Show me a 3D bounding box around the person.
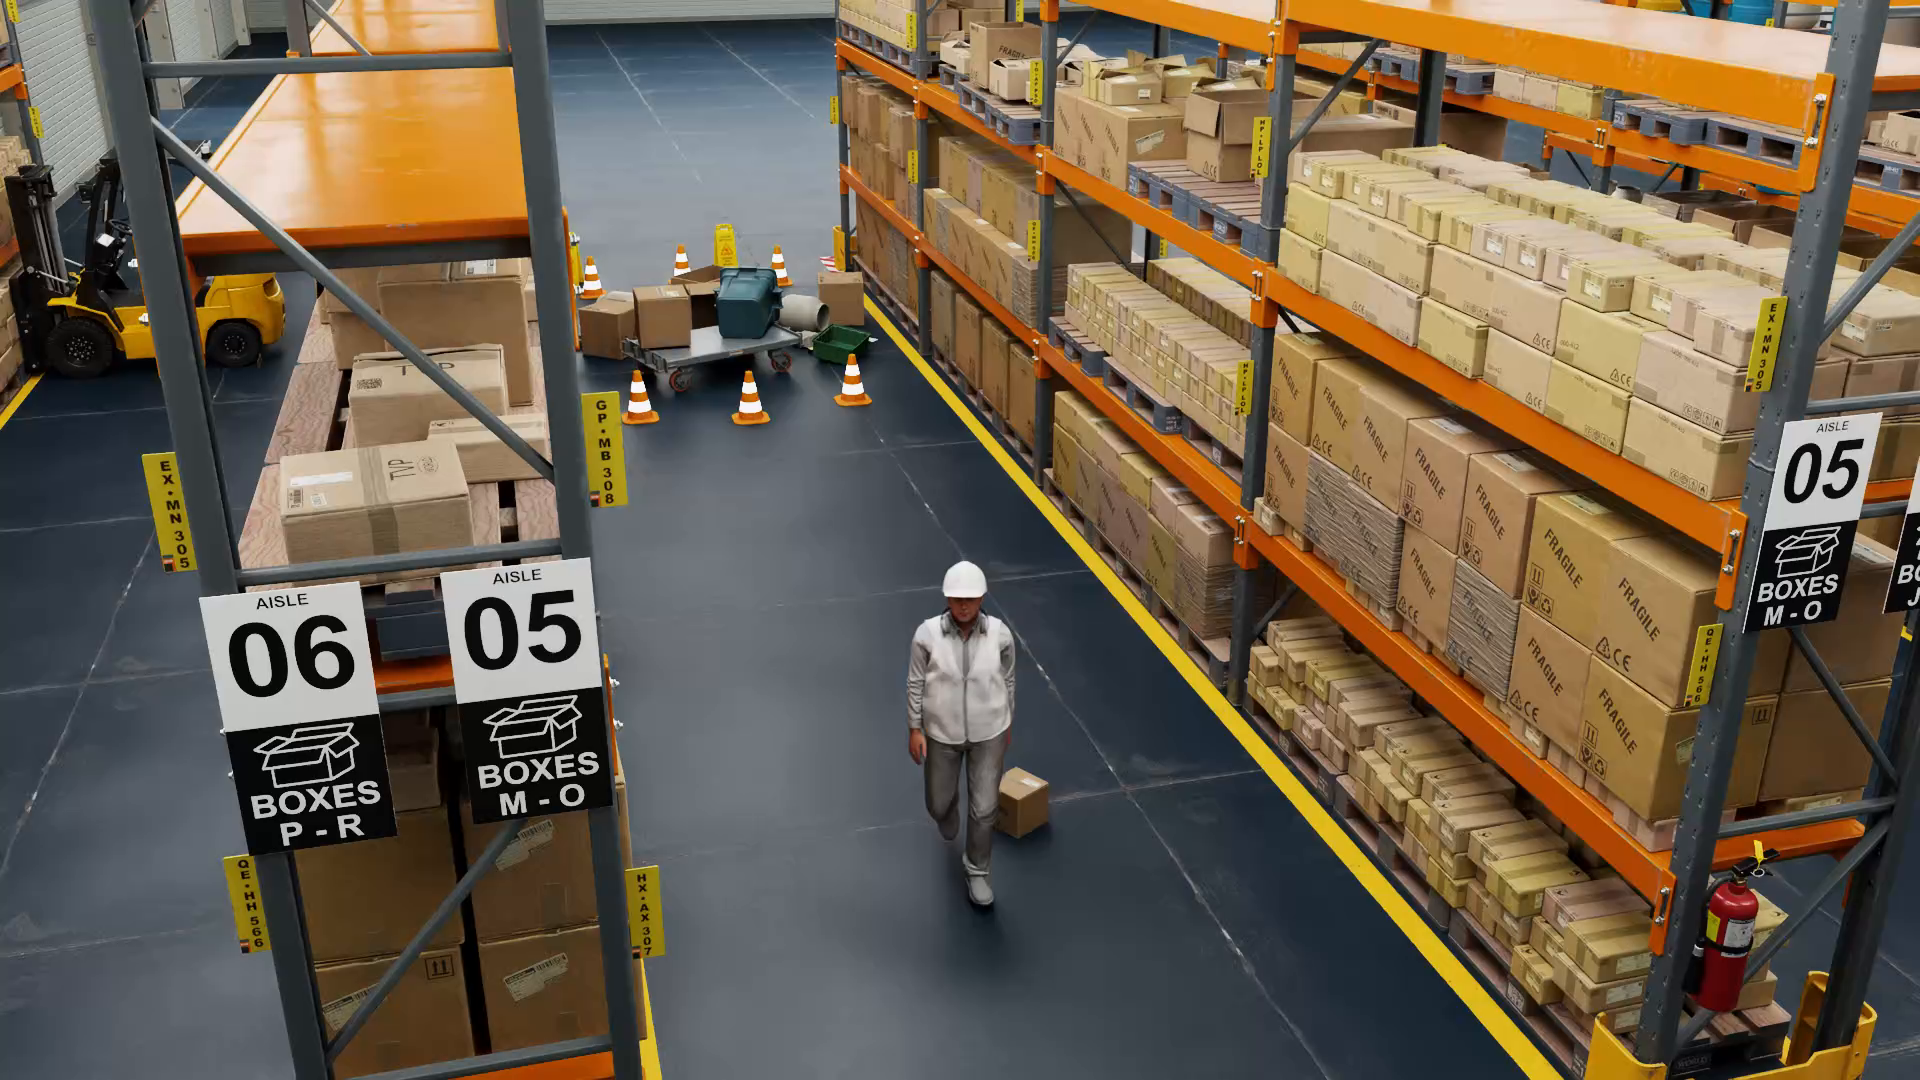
[{"bbox_3d":[0.005,0.925,8.394,0.549,1.750,0.744,-1,23,-3],"label":"person"}]
